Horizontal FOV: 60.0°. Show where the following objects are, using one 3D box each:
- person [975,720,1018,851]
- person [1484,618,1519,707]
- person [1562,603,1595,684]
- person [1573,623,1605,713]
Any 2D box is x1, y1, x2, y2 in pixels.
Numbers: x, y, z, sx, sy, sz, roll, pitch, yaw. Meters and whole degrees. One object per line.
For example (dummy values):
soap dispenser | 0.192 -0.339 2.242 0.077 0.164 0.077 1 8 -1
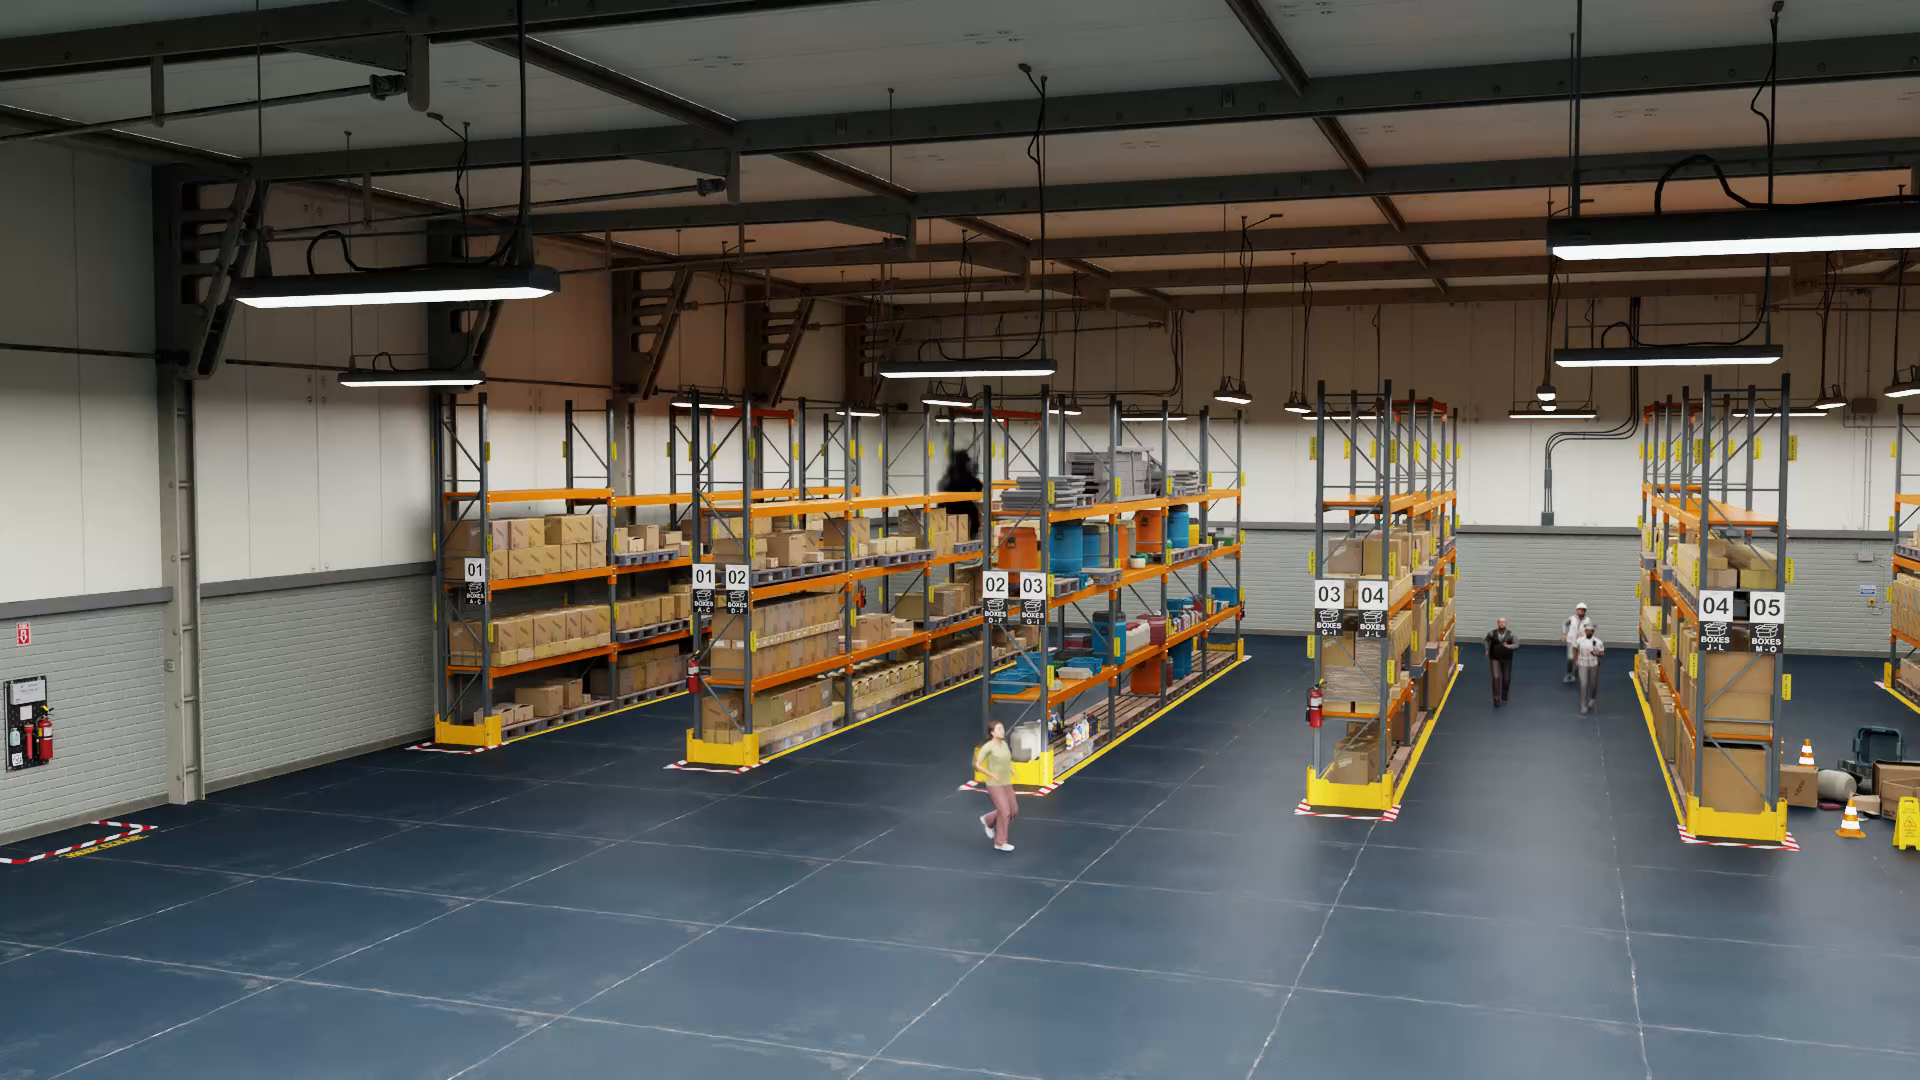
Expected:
person | 0.446 3.078 20.930 0.609 1.608 0.580 3 4 44
person | 10.635 2.379 32.680 0.654 1.710 0.966 1 3 17
person | 13.280 2.229 35.709 0.646 1.743 0.664 1 3 16
person | 12.091 2.425 31.990 0.576 1.673 0.919 1 3 21
